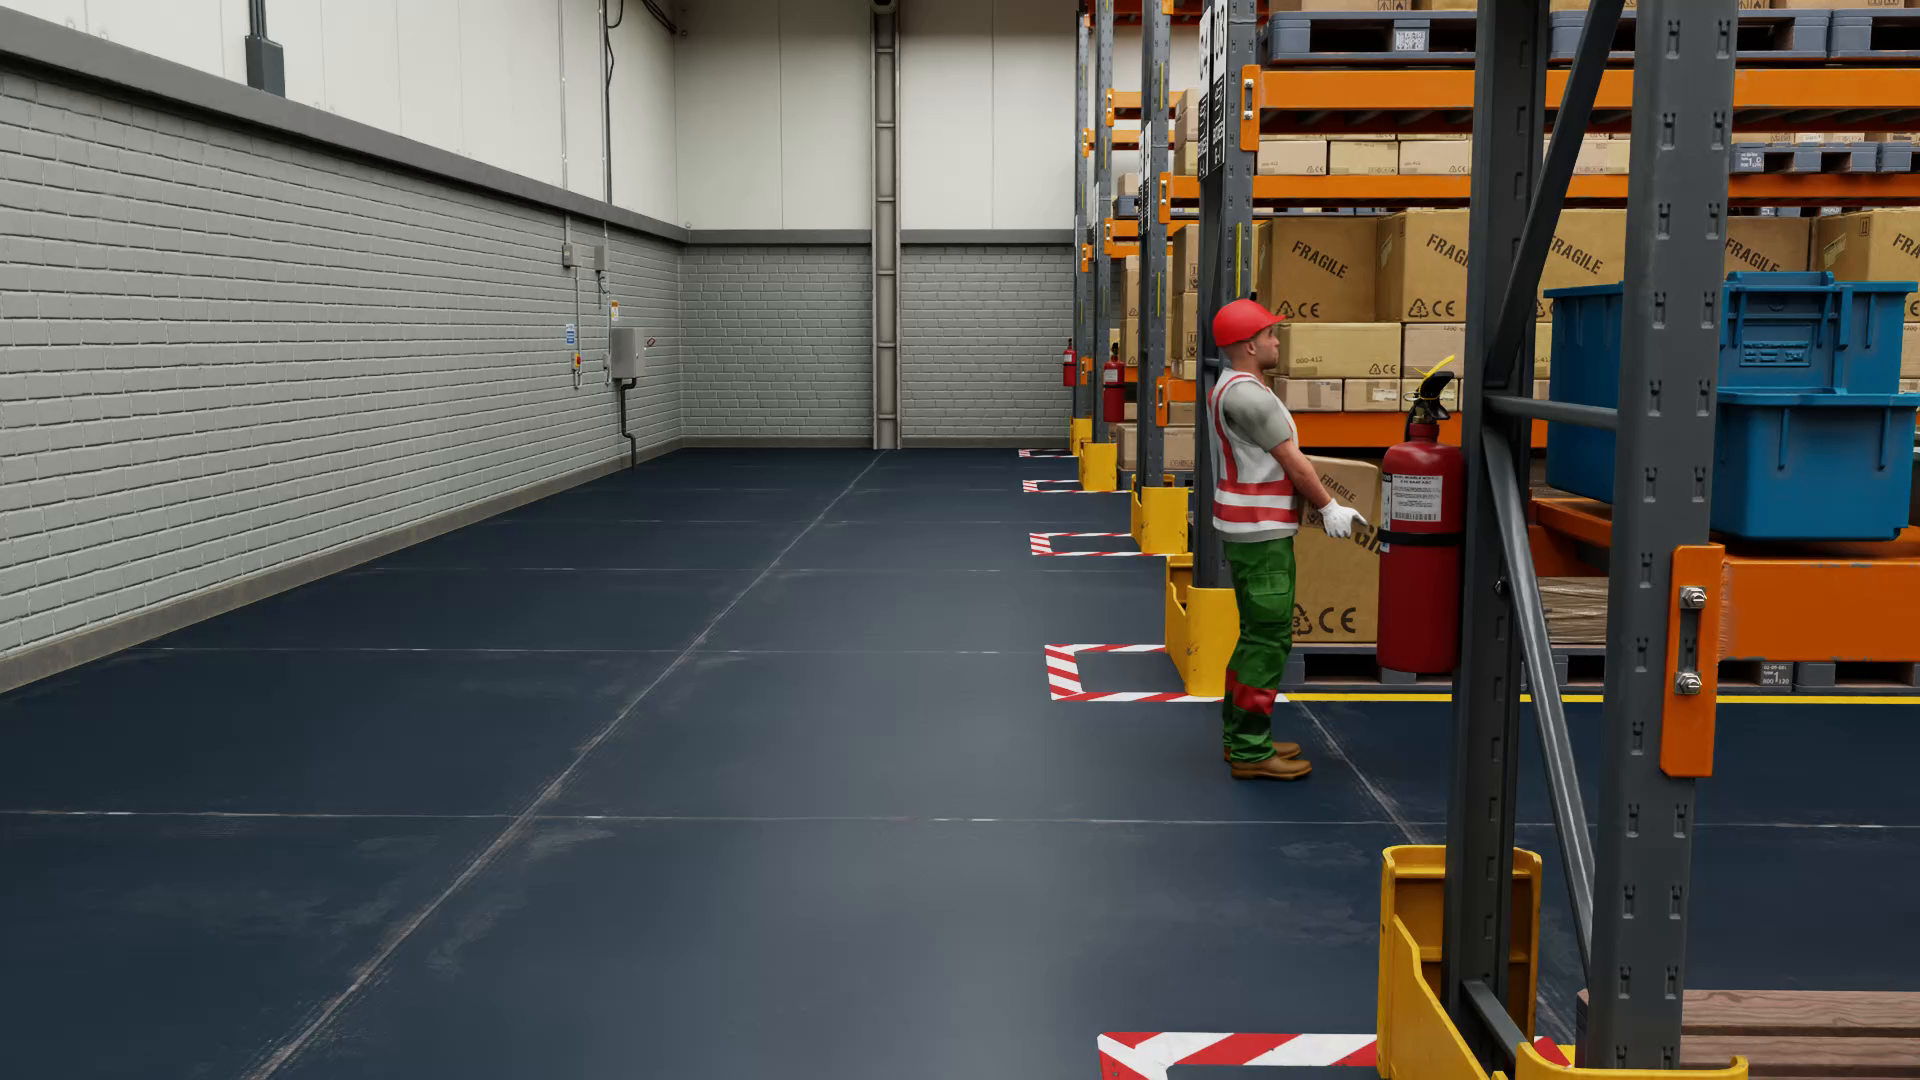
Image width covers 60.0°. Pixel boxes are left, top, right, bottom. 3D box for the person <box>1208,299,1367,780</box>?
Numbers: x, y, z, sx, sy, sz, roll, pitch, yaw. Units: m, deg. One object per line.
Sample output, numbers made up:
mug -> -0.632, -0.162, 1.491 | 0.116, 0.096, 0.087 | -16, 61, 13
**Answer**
person -> 1.220, -0.010, 6.277 | 0.563, 1.782, 0.493 | 0, 7, 2
